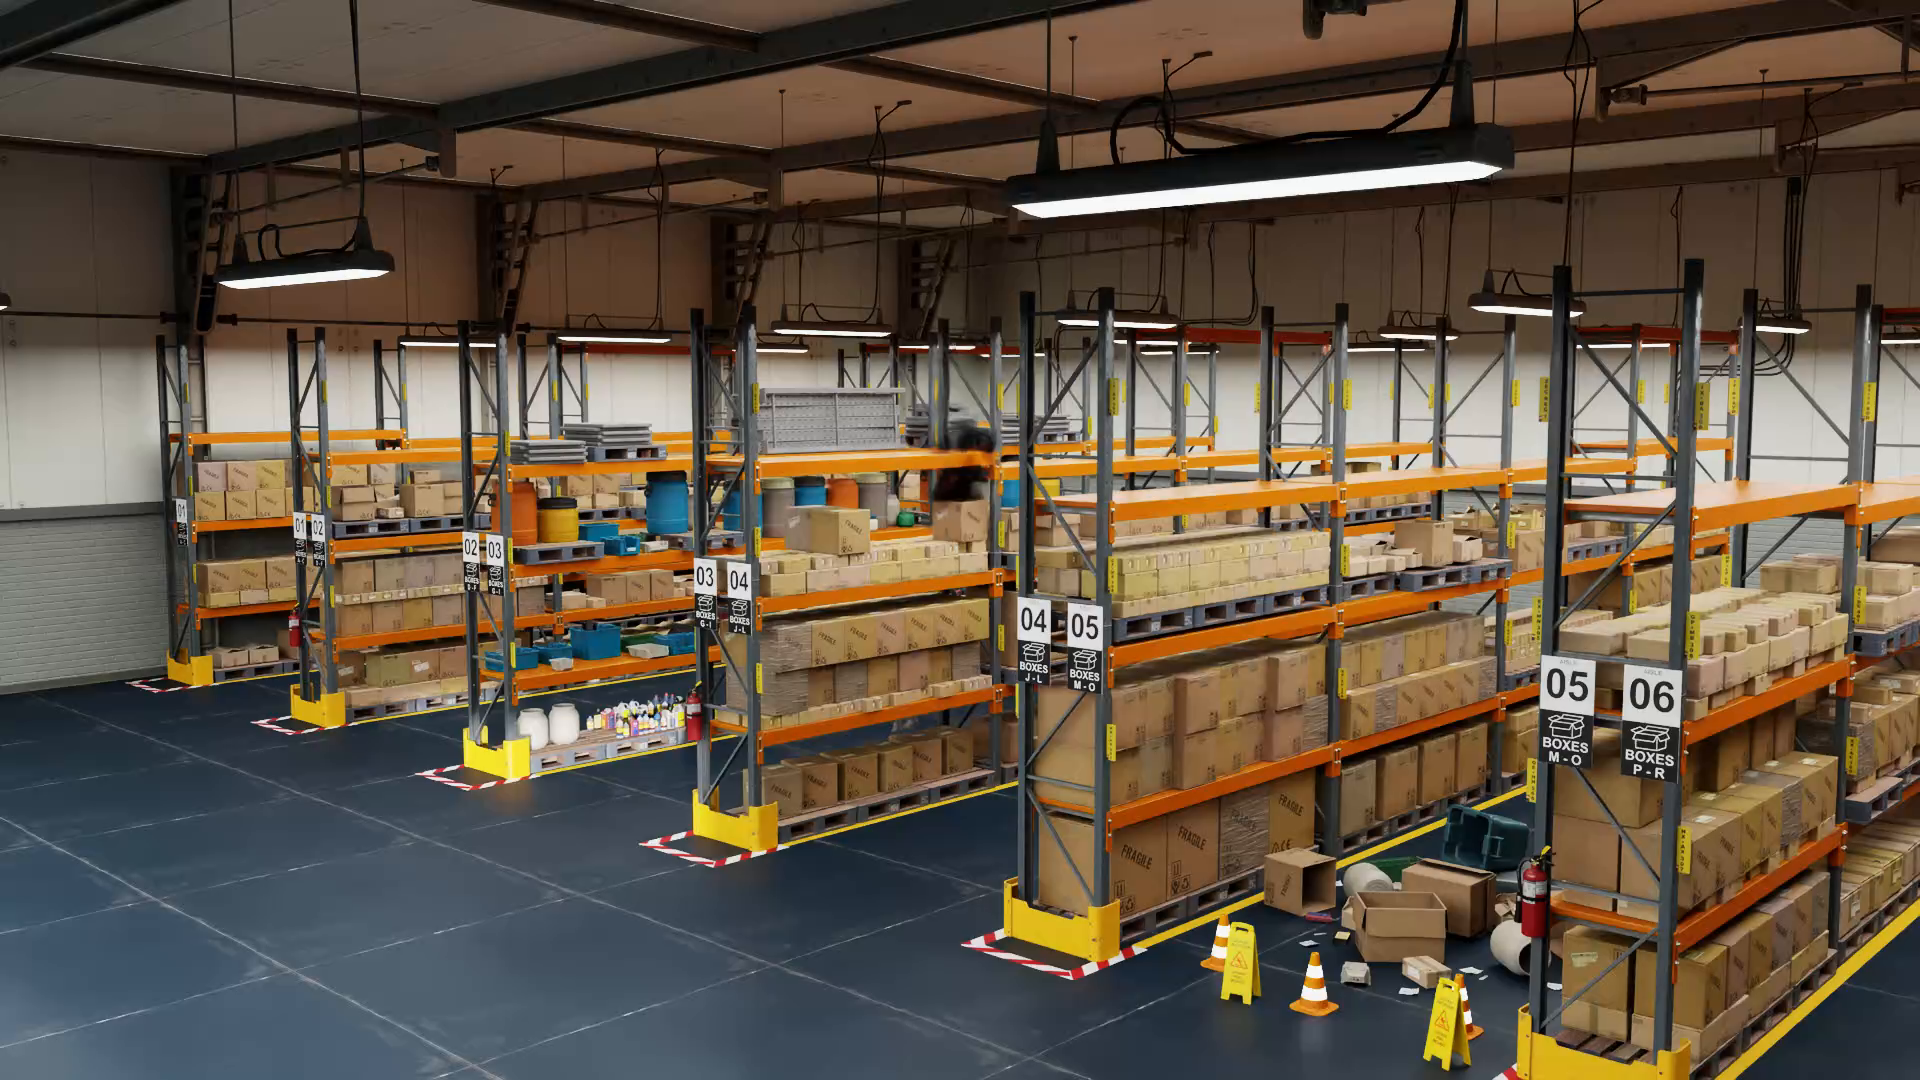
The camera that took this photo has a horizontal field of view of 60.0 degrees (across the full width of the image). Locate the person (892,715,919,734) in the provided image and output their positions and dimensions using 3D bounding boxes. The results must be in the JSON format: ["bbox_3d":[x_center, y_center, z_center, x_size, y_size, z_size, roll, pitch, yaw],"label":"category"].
[{"bbox_3d":[-0.812,1.847,23.289,0.687,1.794,0.703,4,7,39],"label":"person"}]
